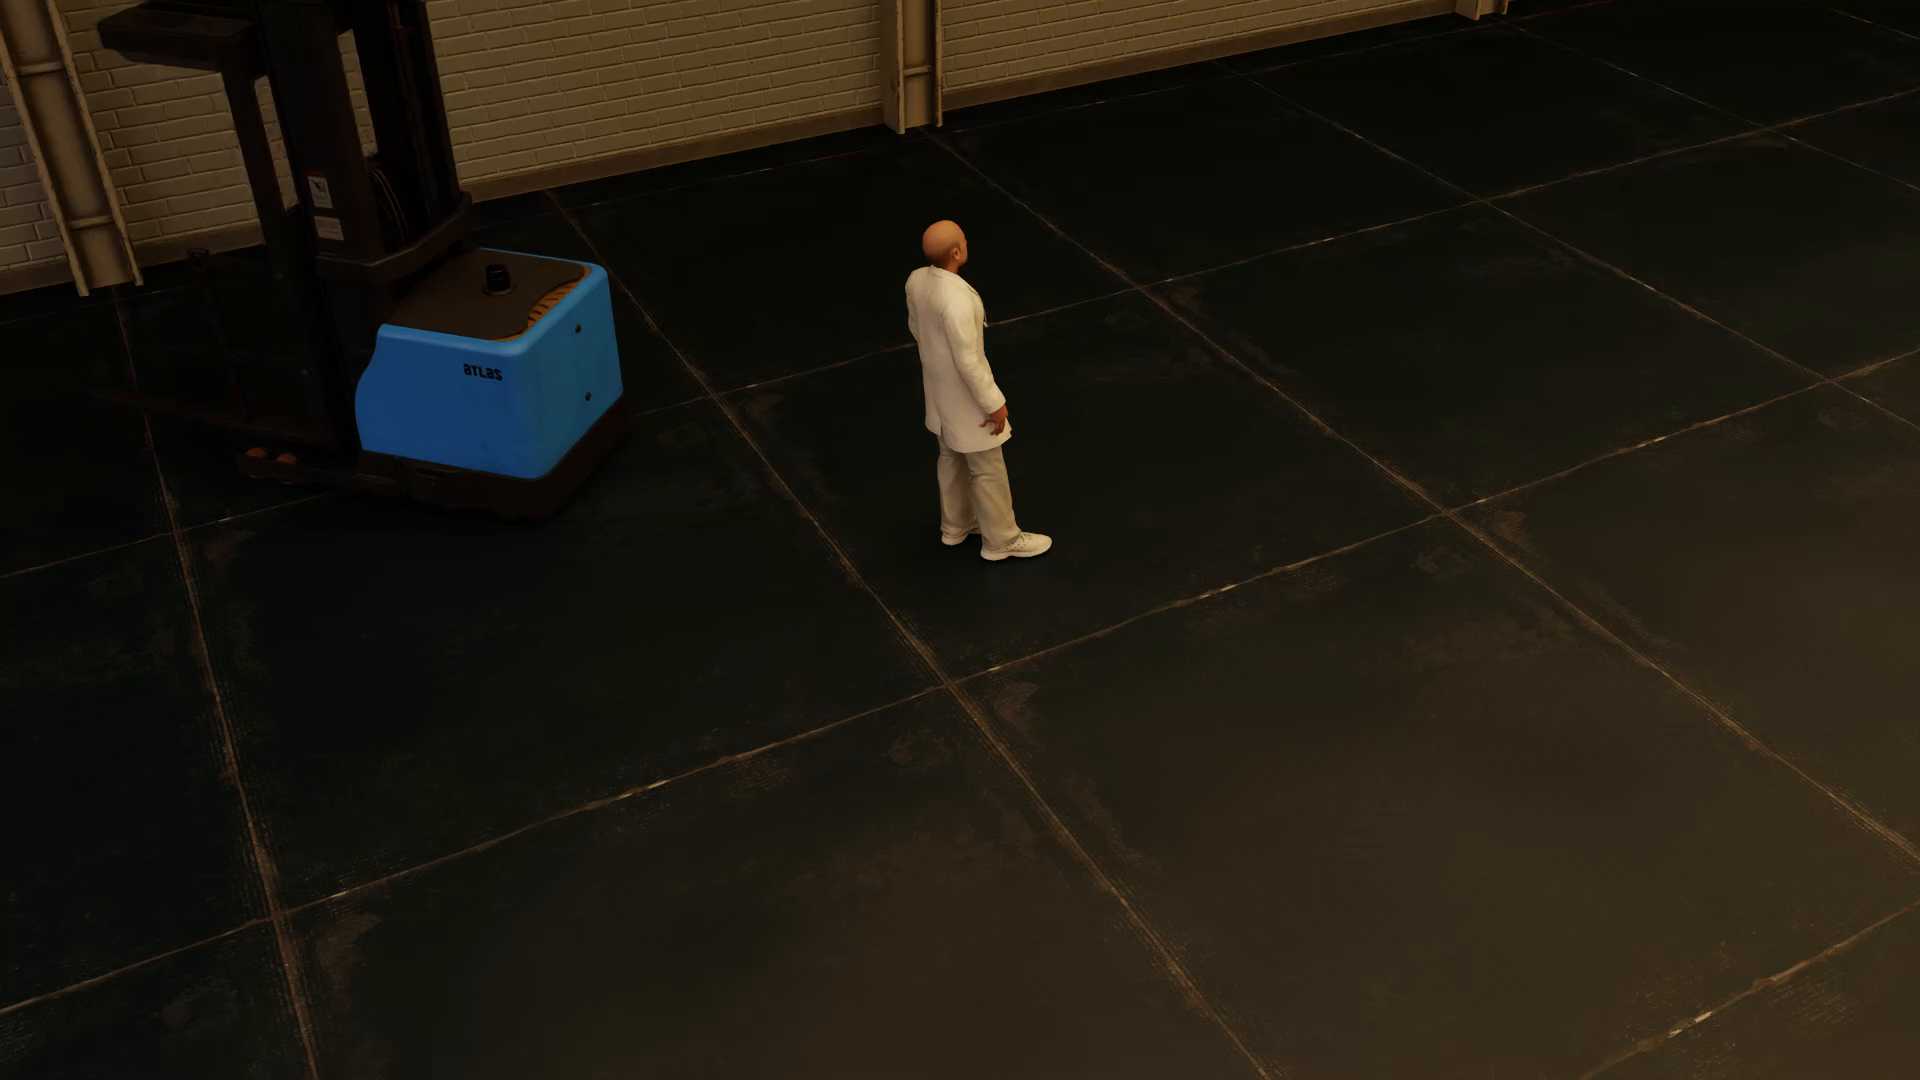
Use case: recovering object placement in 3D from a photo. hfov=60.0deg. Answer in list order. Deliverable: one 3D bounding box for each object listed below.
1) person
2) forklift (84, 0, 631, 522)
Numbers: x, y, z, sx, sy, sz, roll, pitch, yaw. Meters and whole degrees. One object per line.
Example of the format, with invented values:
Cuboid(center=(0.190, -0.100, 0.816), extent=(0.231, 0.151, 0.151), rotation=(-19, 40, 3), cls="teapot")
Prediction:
Cuboid(center=(0.082, -0.754, 8.176), extent=(0.581, 1.775, 0.694), rotation=(-17, 39, -23), cls="person")
Cuboid(center=(-3.443, -1.780, 8.641), extent=(3.031, 2.935, 1.130), rotation=(10, 36, 14), cls="forklift")
